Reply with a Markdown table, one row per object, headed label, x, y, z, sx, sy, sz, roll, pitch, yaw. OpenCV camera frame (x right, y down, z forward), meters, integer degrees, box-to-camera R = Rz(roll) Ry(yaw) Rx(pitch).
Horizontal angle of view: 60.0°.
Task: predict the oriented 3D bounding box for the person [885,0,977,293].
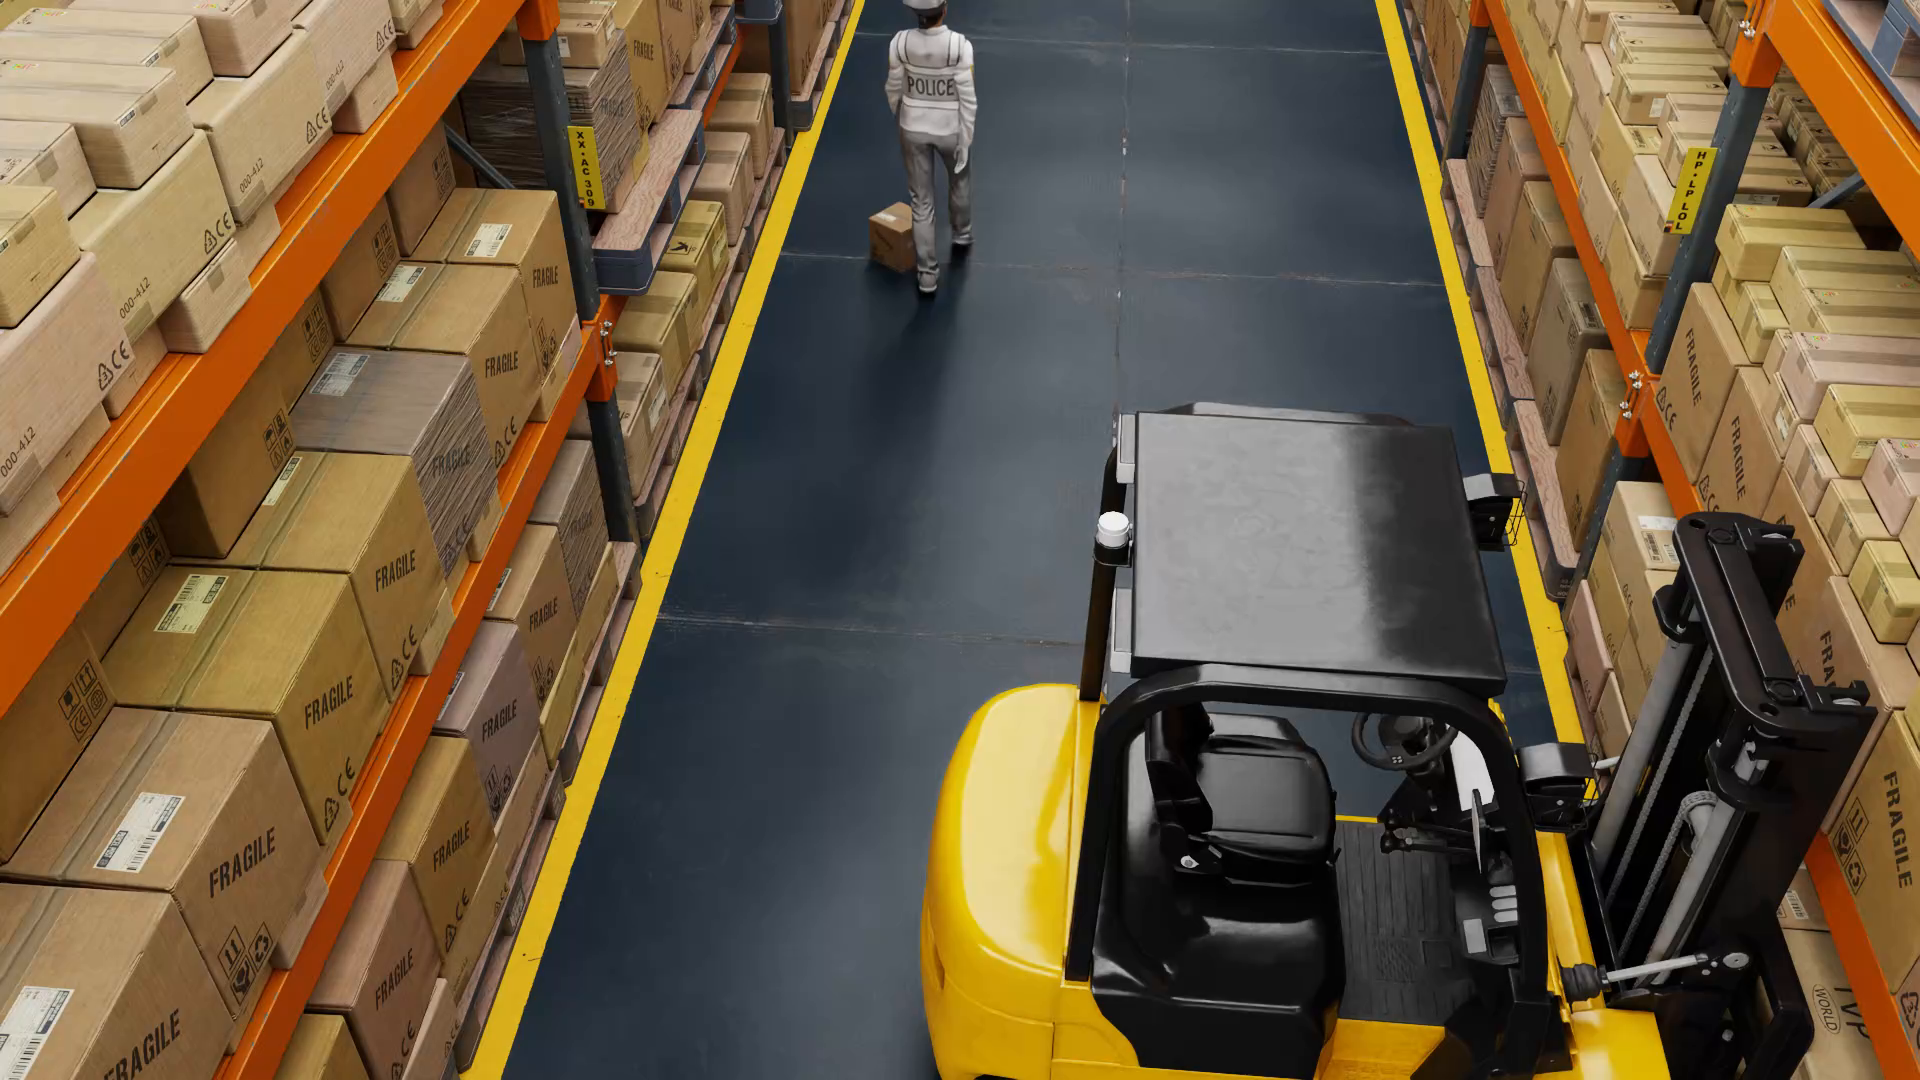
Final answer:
| label | x | y | z | sx | sy | sz | roll | pitch | yaw |
| --- | --- | --- | --- | --- | --- | --- | --- | --- | --- |
| person | -0.140 | -2.160 | 8.692 | 0.486 | 1.721 | 0.749 | 3 | 40 | 4 |
